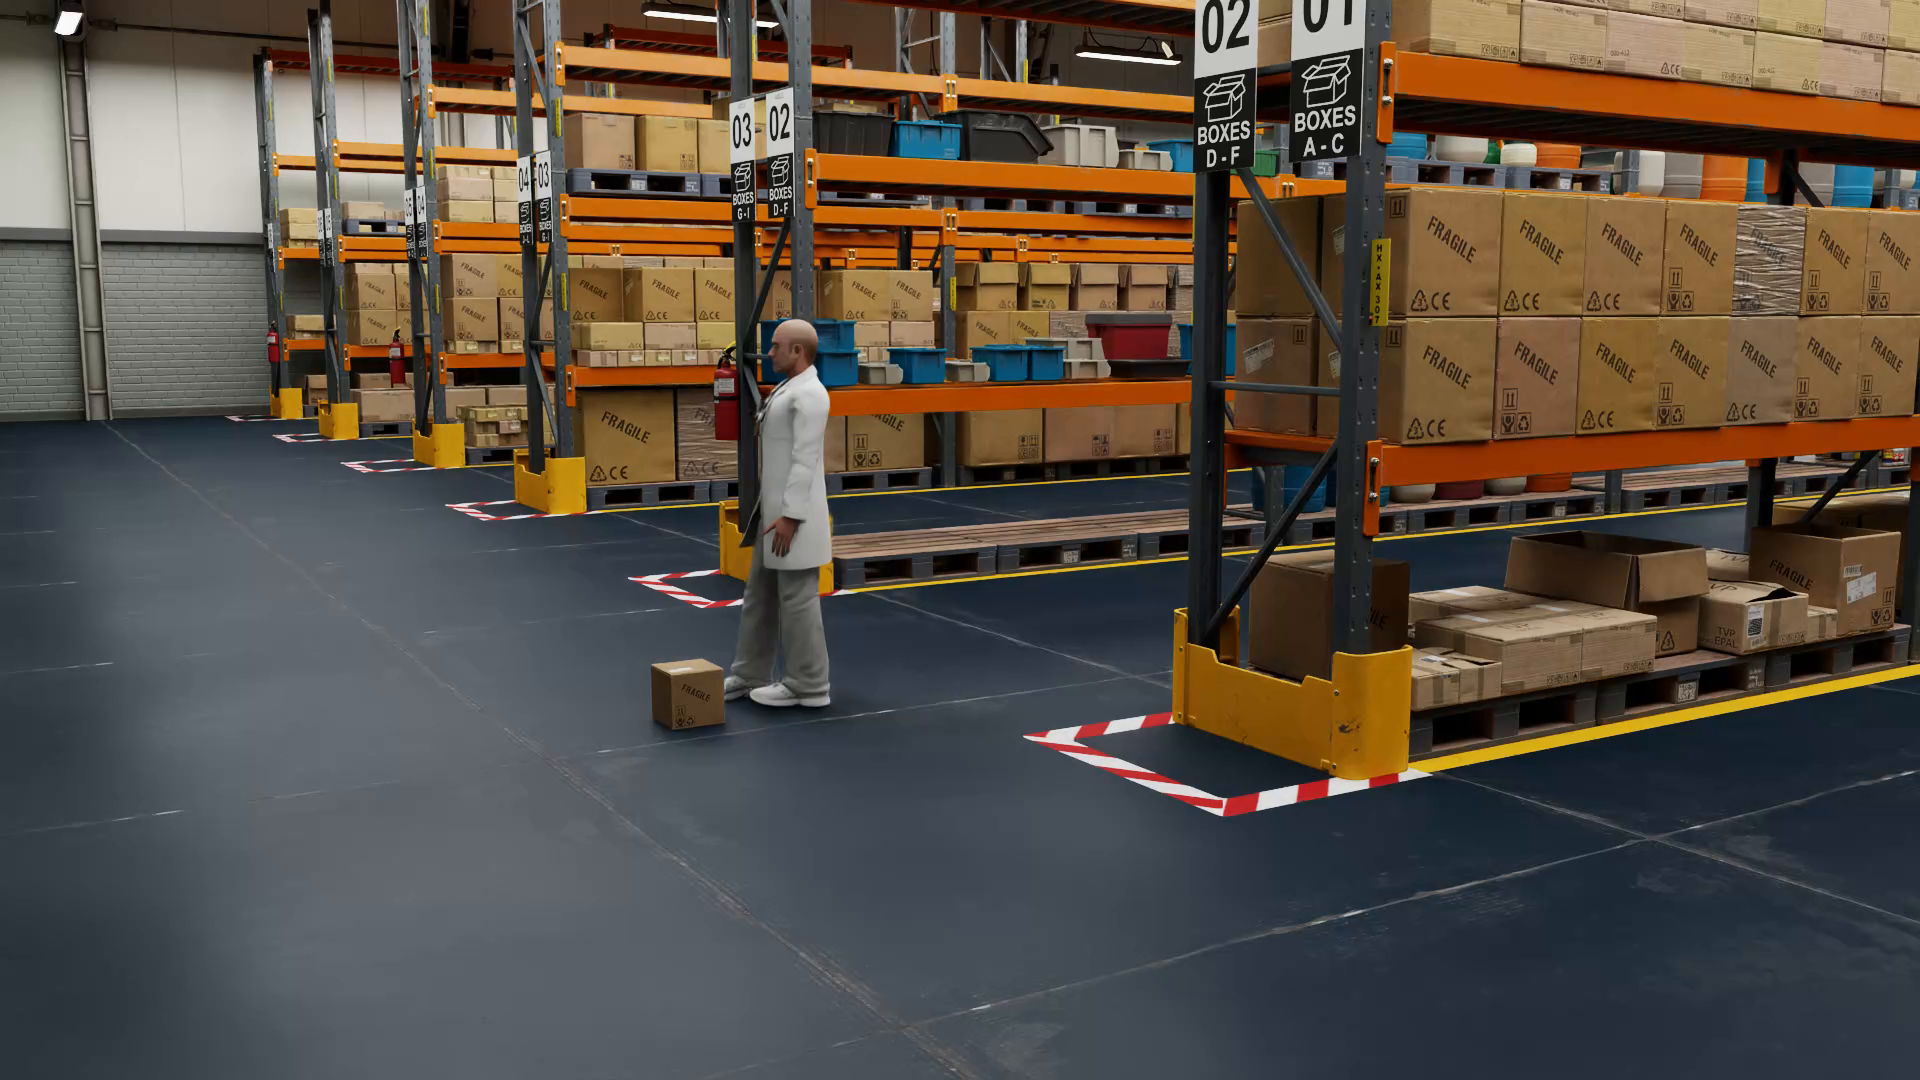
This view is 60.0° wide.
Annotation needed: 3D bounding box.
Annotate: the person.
[{"bbox_3d":[-0.897,-0.108,7.602,0.604,1.785,0.593,-2,8,-15],"label":"person"}]
